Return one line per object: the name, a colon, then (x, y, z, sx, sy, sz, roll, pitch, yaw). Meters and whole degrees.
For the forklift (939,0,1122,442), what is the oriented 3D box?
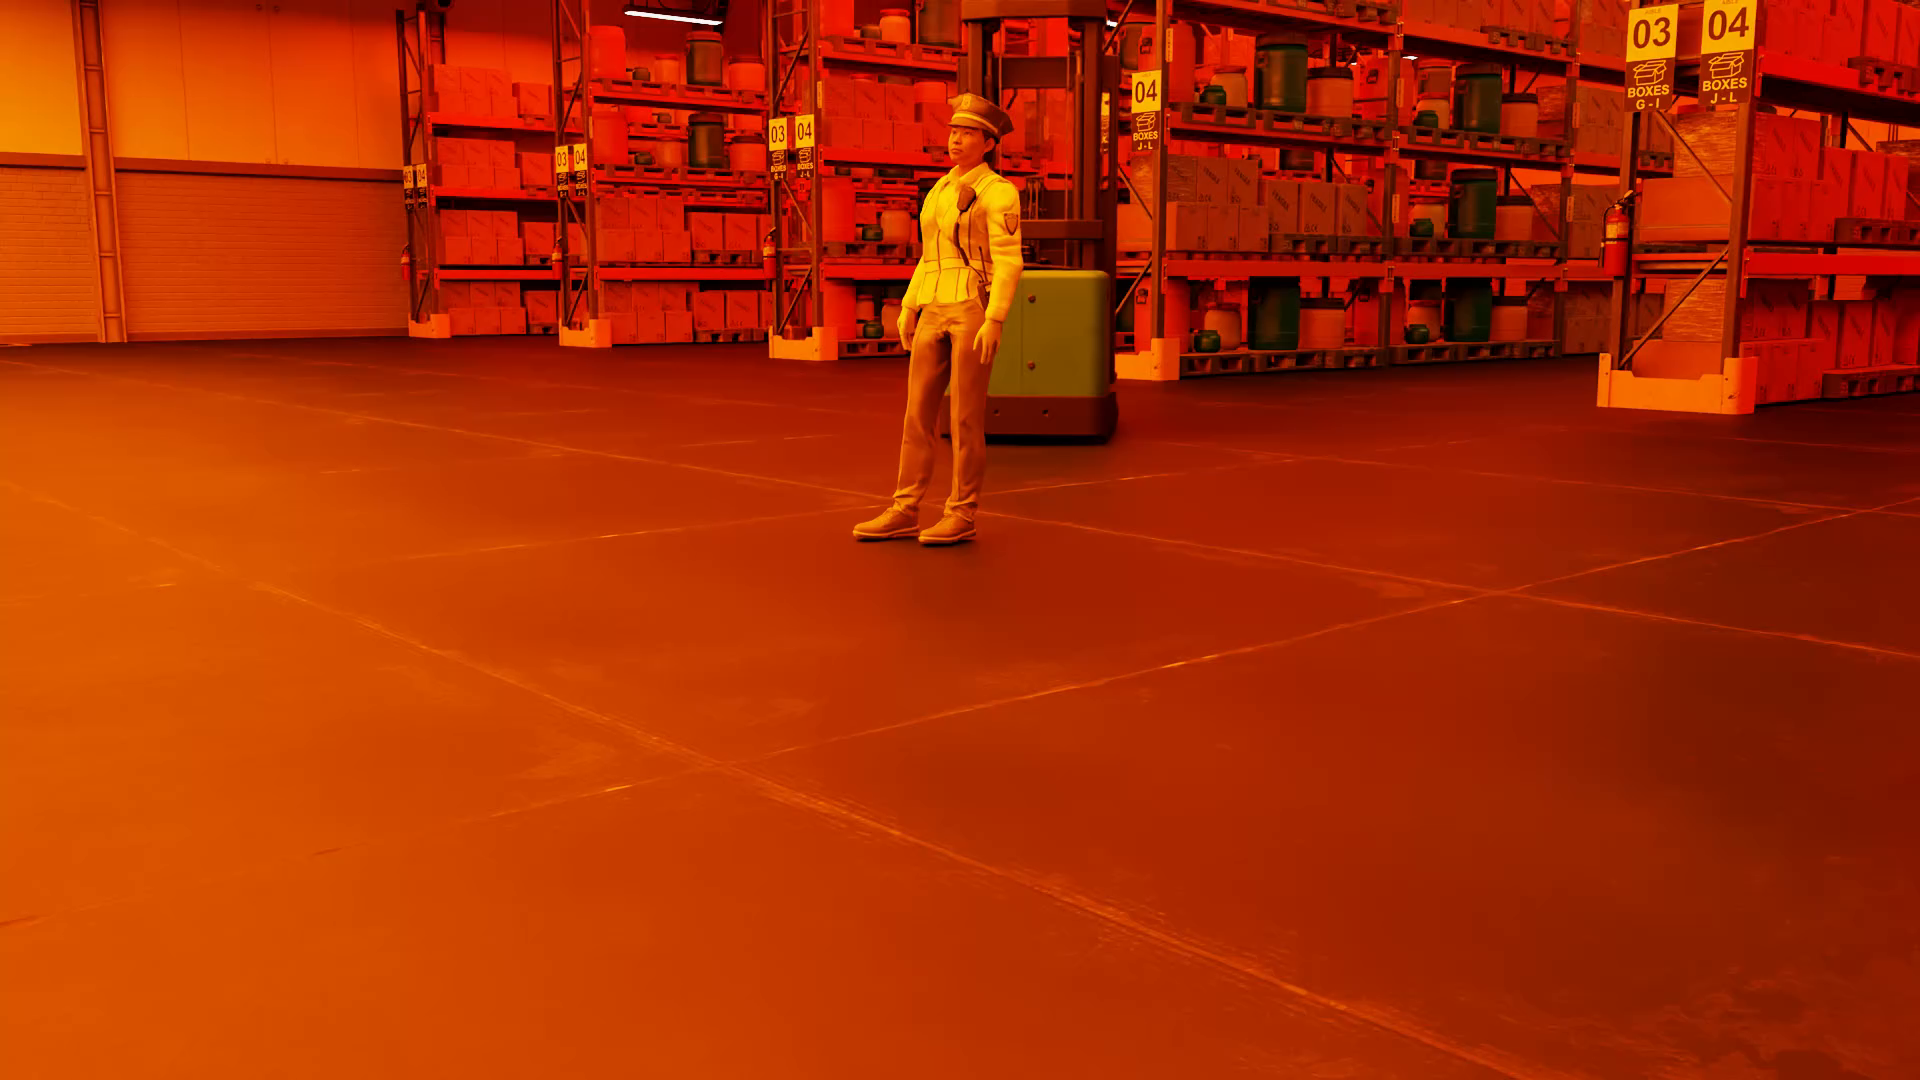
forklift: (0.551, -2.255, 11.528, 1.130, 2.935, 3.031, 1, 9, 6)

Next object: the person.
person: (-0.056, -0.838, 6.369, 0.531, 1.695, 0.587, -8, 12, -40)
